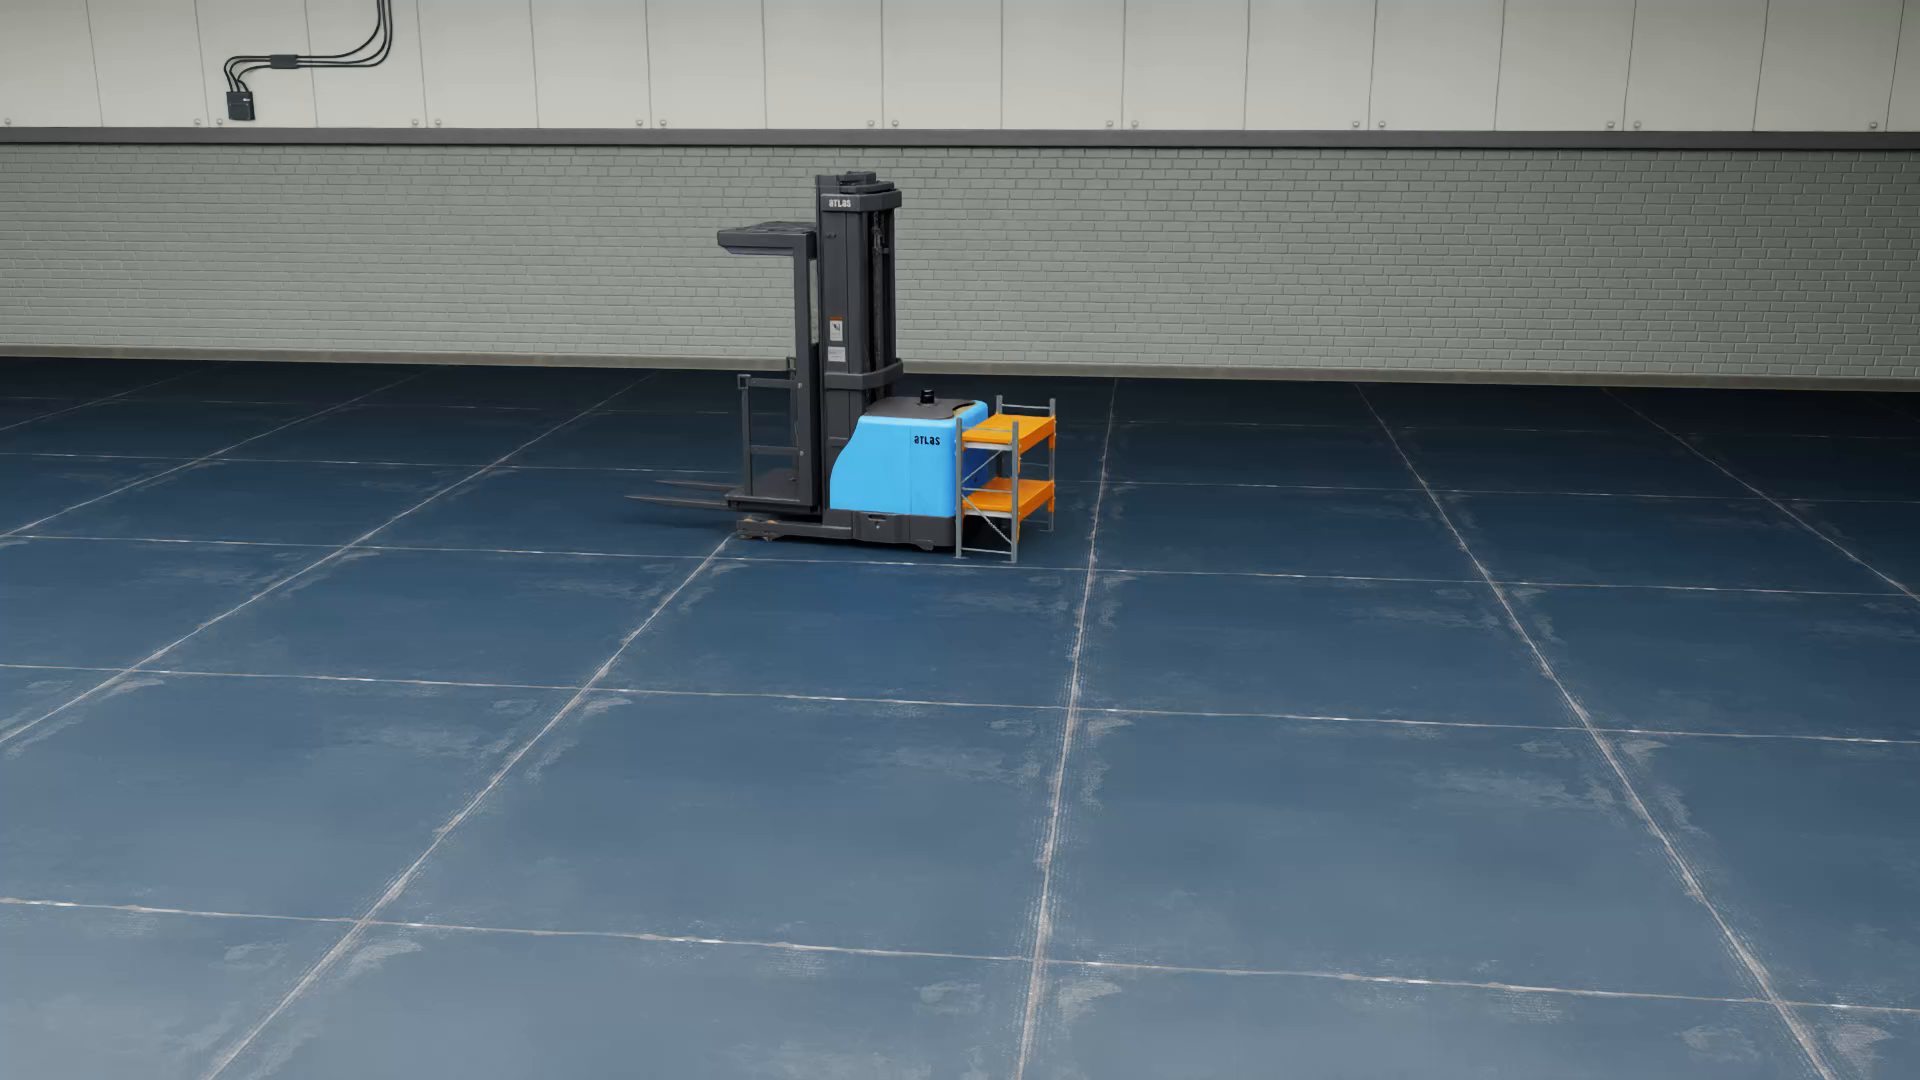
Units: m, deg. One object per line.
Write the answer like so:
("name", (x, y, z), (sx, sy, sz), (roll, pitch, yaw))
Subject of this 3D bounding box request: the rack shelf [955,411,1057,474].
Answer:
("rack shelf", (0.377, -0.790, 13.306), (0.538, 0.278, 1.000), (5, 16, 19))

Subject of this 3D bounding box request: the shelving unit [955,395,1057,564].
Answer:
("shelving unit", (0.377, -0.507, 13.382), (0.538, 1.125, 1.048), (5, 16, 19))

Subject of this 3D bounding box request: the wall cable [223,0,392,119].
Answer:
("wall cable", (-8.427, -8.383, 20.909), (2.305, 6.003, 0.169), (2, 15, 6))

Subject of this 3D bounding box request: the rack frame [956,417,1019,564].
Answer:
("rack frame", (0.209, -0.382, 12.919), (0.500, 1.125, 0.032), (5, 16, 19))

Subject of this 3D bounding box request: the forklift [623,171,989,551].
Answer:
("forklift", (-1.330, -1.534, 13.719), (3.031, 2.935, 1.130), (5, 16, 17))

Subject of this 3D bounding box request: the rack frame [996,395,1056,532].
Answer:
("rack frame", (0.544, -0.632, 13.846), (0.500, 1.125, 0.032), (5, 16, 19))

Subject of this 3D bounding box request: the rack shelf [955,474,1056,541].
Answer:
("rack shelf", (0.377, -0.271, 13.446), (0.538, 0.278, 1.000), (5, 16, 19))
